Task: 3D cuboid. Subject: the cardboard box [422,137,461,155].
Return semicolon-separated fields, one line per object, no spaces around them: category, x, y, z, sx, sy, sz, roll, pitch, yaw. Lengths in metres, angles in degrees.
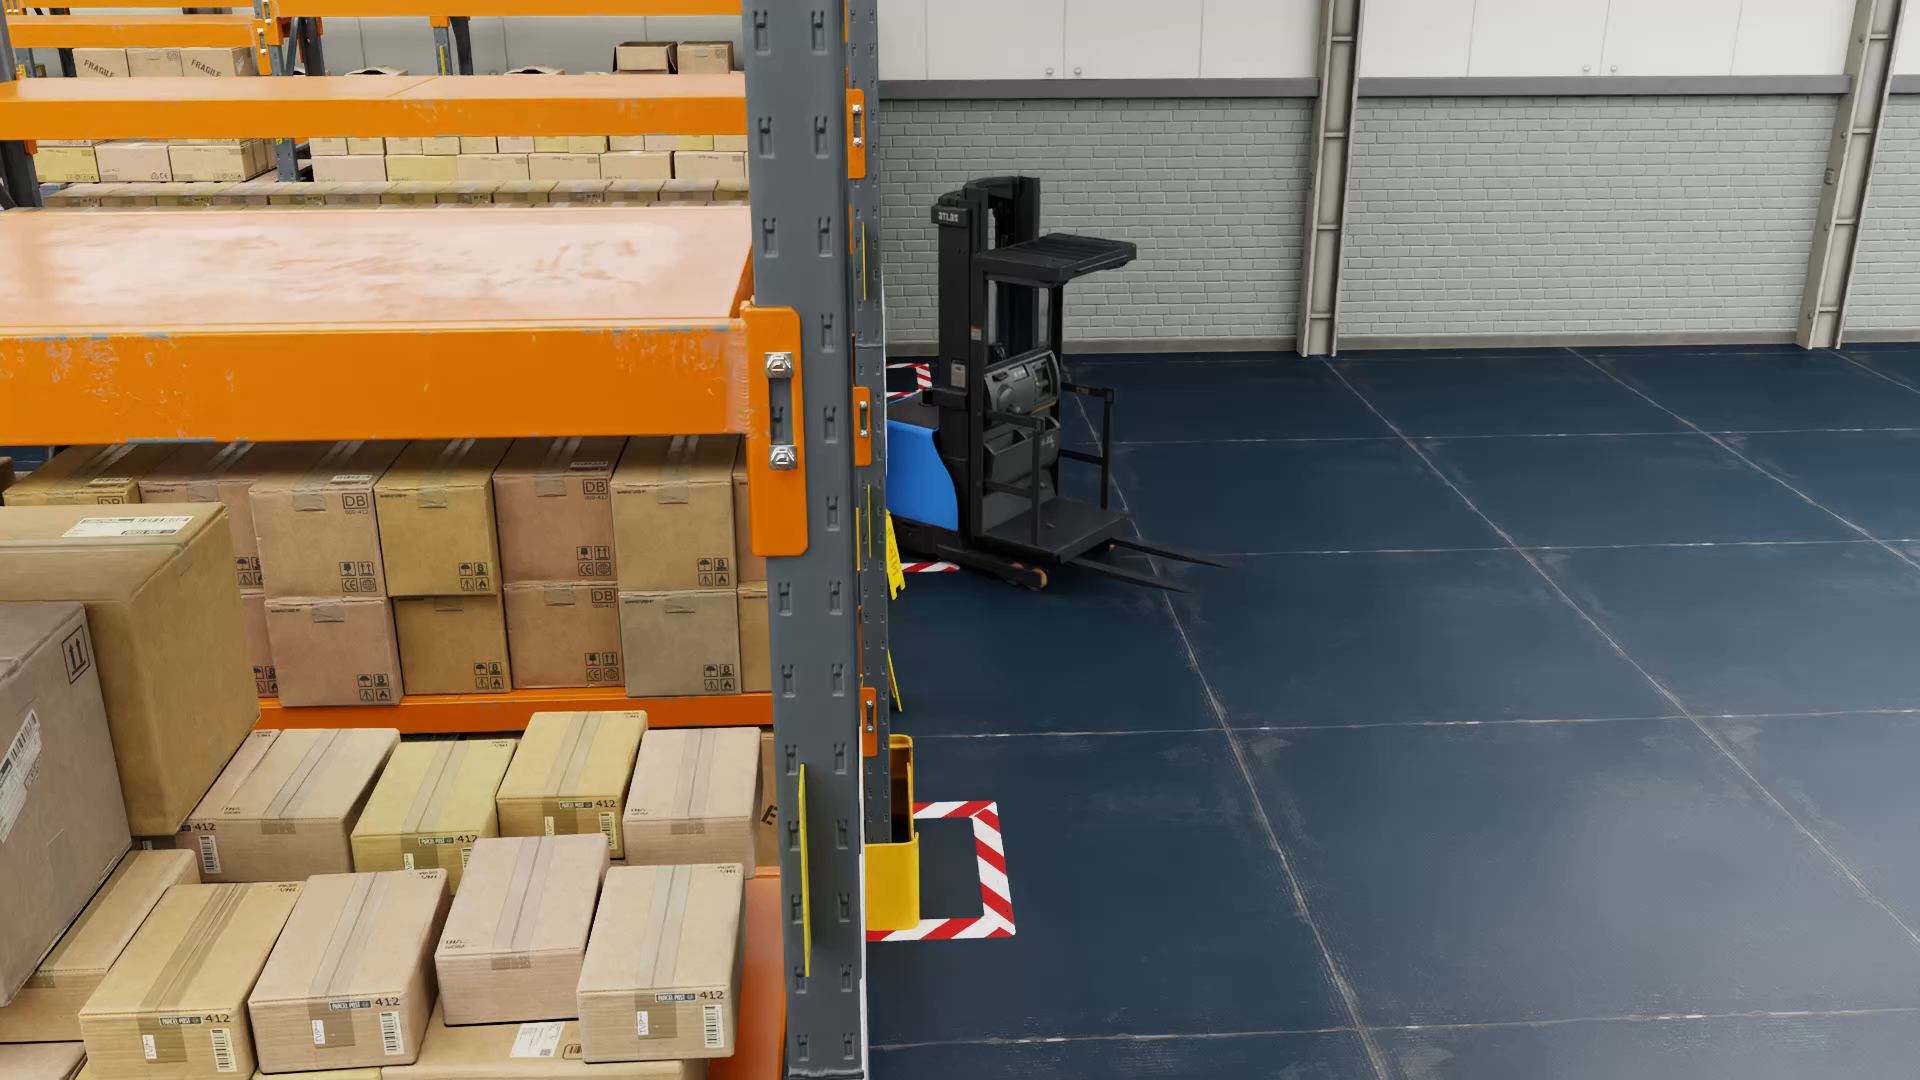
cardboard box;-3.693;-2.866;11.950;0.250;0.149;0.380;-1;21;-3

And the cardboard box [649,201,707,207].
cardboard box;-1.258;-1.393;7.350;0.250;0.149;0.380;-1;21;-2

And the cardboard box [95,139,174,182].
cardboard box;-5.893;-2.761;12.063;0.500;0.250;0.500;-1;21;-2

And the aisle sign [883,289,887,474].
aisle sign;-0.347;-0.740;7.695;0.004;0.787;0.394;-1;21;-3

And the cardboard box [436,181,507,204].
cardboard box;-2.311;-1.606;7.908;0.250;0.149;0.380;-1;21;-2

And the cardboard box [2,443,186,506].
cardboard box;-4.059;-0.119;7.989;0.550;0.550;0.875;-1;21;-3

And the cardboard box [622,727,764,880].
cardboard box;-0.541;0.539;3.423;0.250;0.149;0.380;-1;21;-3

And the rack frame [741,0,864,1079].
rack frame;-0.253;-0.670;2.733;0.127;3.000;1.000;-1;21;-3

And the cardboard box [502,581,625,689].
cardboard box;-1.917;0.309;8.382;0.550;0.550;0.875;-1;21;-3

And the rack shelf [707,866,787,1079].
rack shelf;-2.250;1.109;3.288;4.000;0.370;1.077;-1;21;-3

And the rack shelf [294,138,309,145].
rack shelf;-7.096;-4.093;16.952;4.000;0.370;1.077;-1;21;-3

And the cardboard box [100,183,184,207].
cardboard box;-3.829;-1.575;7.827;0.250;0.149;0.380;-1;21;-3

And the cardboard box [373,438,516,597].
cardboard box;-2.440;-0.147;8.063;0.500;0.550;0.875;-1;21;-3

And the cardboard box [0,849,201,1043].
cardboard box;-1.549;0.715;2.962;0.250;0.149;0.380;-1;21;-2

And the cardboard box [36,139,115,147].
cardboard box;-6.401;-2.981;11.938;0.500;0.250;0.500;-1;21;-2

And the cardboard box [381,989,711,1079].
cardboard box;-0.720;0.902;3.030;0.500;0.250;0.500;-1;21;-2

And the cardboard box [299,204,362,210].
cardboard box;-2.775;-1.362;7.268;0.250;0.149;0.380;-1;21;-3

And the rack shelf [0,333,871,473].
rack shelf;-2.432;-0.655;7.921;4.000;0.370;1.077;-1;21;-3

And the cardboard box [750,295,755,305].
cardboard box;-0.908;-1.235;7.494;0.500;0.250;0.500;-1;21;-2

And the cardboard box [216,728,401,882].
cardboard box;-1.327;0.539;3.423;0.250;0.149;0.380;0;21;-1

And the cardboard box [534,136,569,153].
cardboard box;-2.932;-2.914;12.075;0.250;0.149;0.380;-1;21;-2

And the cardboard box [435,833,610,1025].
cardboard box;-0.779;0.696;3.012;0.250;0.149;0.380;-2;21;-5

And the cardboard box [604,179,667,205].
cardboard box;-1.545;-1.621;7.950;0.250;0.149;0.380;-1;21;-2

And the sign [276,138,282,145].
sign;-4.777;-2.936;11.620;0.005;0.325;0.100;-1;21;-3

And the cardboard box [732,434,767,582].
cardboard box;-0.808;-0.211;8.231;0.550;0.550;0.875;-1;21;-3

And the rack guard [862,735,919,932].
rack guard;-0.411;1.538;8.879;0.348;0.500;1.175;-1;21;-3

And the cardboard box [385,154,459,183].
cardboard box;-3.843;-2.701;12.077;0.500;0.250;0.500;-1;21;-3

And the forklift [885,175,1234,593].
forklift;0.648;-1.199;12.651;3.031;2.935;1.130;15;25;34

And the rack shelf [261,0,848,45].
rack shelf;-2.816;-3.812;12.001;4.000;0.370;1.077;-1;21;-3

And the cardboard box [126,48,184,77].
cardboard box;-7.858;-4.652;16.538;0.500;0.500;0.700;-2;21;-4

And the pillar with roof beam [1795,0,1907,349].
pillar with roof beam;10.374;-4.974;14.037;0.400;9.000;9.100;-1;21;-3

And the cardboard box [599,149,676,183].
cardboard box;-2.334;-2.729;12.150;0.500;0.250;0.500;-1;21;-2

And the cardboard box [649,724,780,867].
cardboard box;-1.109;1.204;8.639;0.875;0.875;0.875;-1;21;-3

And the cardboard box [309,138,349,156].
cardboard box;-4.479;-2.853;11.914;0.250;0.149;0.380;-2;21;-4

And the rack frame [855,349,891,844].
rack frame;-0.435;0.370;8.433;0.127;3.000;1.000;-1;21;-3

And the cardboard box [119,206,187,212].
cardboard box;-3.539;-1.346;7.227;0.250;0.149;0.380;-1;21;-4

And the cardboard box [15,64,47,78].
cardboard box;-9.476;-4.735;16.858;0.250;0.149;0.380;-2;21;-5

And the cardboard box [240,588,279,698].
cardboard box;-3.513;0.350;8.275;0.550;0.550;0.875;-1;21;-3

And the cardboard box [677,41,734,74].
cardboard box;-2.562;-4.760;16.821;0.500;0.500;0.700;-1;21;-3

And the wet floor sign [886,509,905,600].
wet floor sign;-0.568;0.090;12.477;0.232;0.644;0.267;6;22;16

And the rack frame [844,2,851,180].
rack frame;-0.819;-4.190;11.979;0.127;3.000;1.000;-1;21;-3

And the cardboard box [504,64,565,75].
cardboard box;-4.255;-4.602;16.671;0.500;0.311;0.500;-1;21;-2

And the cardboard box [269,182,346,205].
cardboard box;-3.070;-1.590;7.868;0.250;0.149;0.380;-1;21;-3

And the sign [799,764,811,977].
sign;-0.241;0.516;2.590;0.005;0.325;0.100;-1;21;-3

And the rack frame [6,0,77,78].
rack frame;-9.093;-5.791;16.183;0.127;3.000;1.000;-1;21;-3

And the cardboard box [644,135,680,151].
cardboard box;-2.154;-2.939;12.142;0.250;0.149;0.380;-1;21;-3

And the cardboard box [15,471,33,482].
cardboard box;-7.505;-0.218;13.080;0.625;0.372;0.950;-2;21;-4

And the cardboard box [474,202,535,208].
cardboard box;-2.022;-1.377;7.308;0.250;0.149;0.380;-1;21;-4

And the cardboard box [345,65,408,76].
cardboard box;-5.808;-4.570;16.588;0.500;0.311;0.500;-2;21;-5
